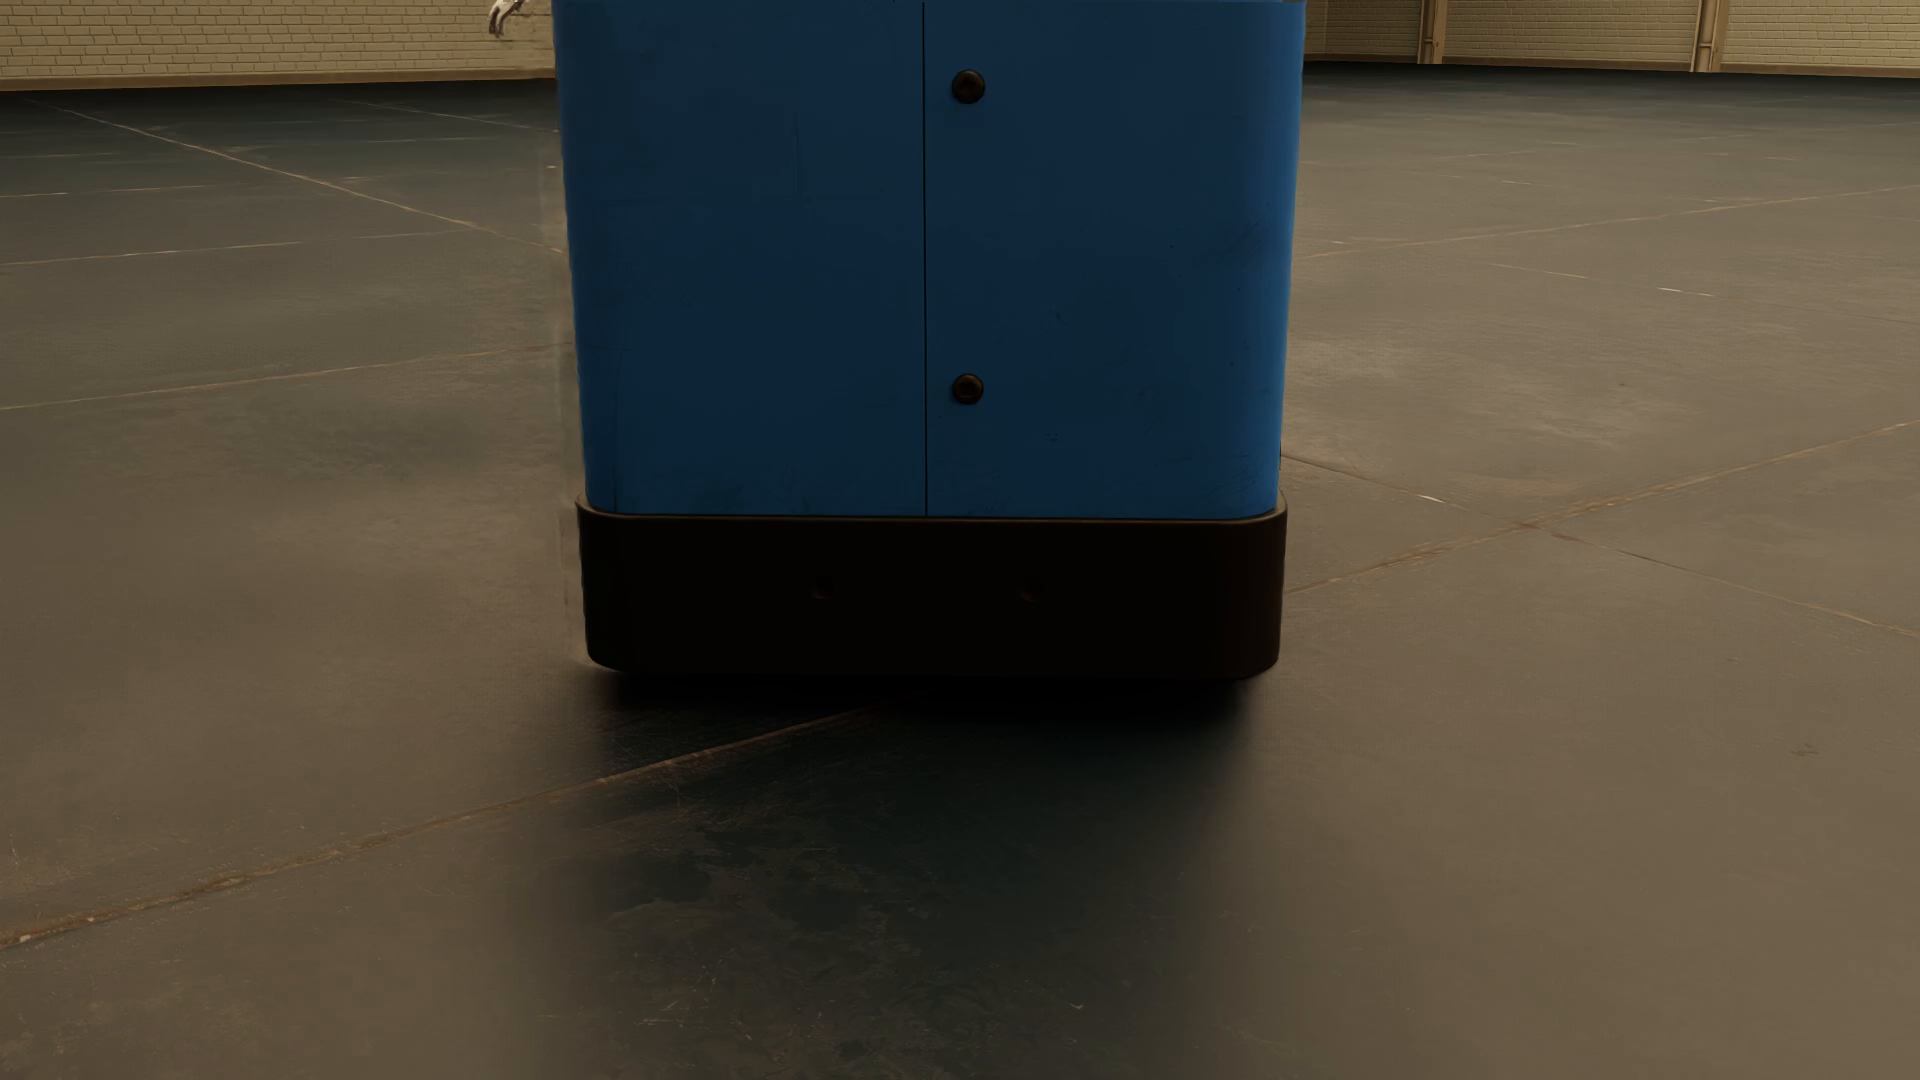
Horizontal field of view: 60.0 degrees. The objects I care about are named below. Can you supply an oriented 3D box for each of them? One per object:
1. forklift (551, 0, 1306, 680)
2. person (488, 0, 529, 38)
[{"bbox_3d":[0.000,-1.586,3.456,1.130,2.935,3.031,1,18,2],"label":"forklift"},{"bbox_3d":[-1.225,-1.811,6.159,0.944,1.797,0.478,-17,24,-42],"label":"person"}]
